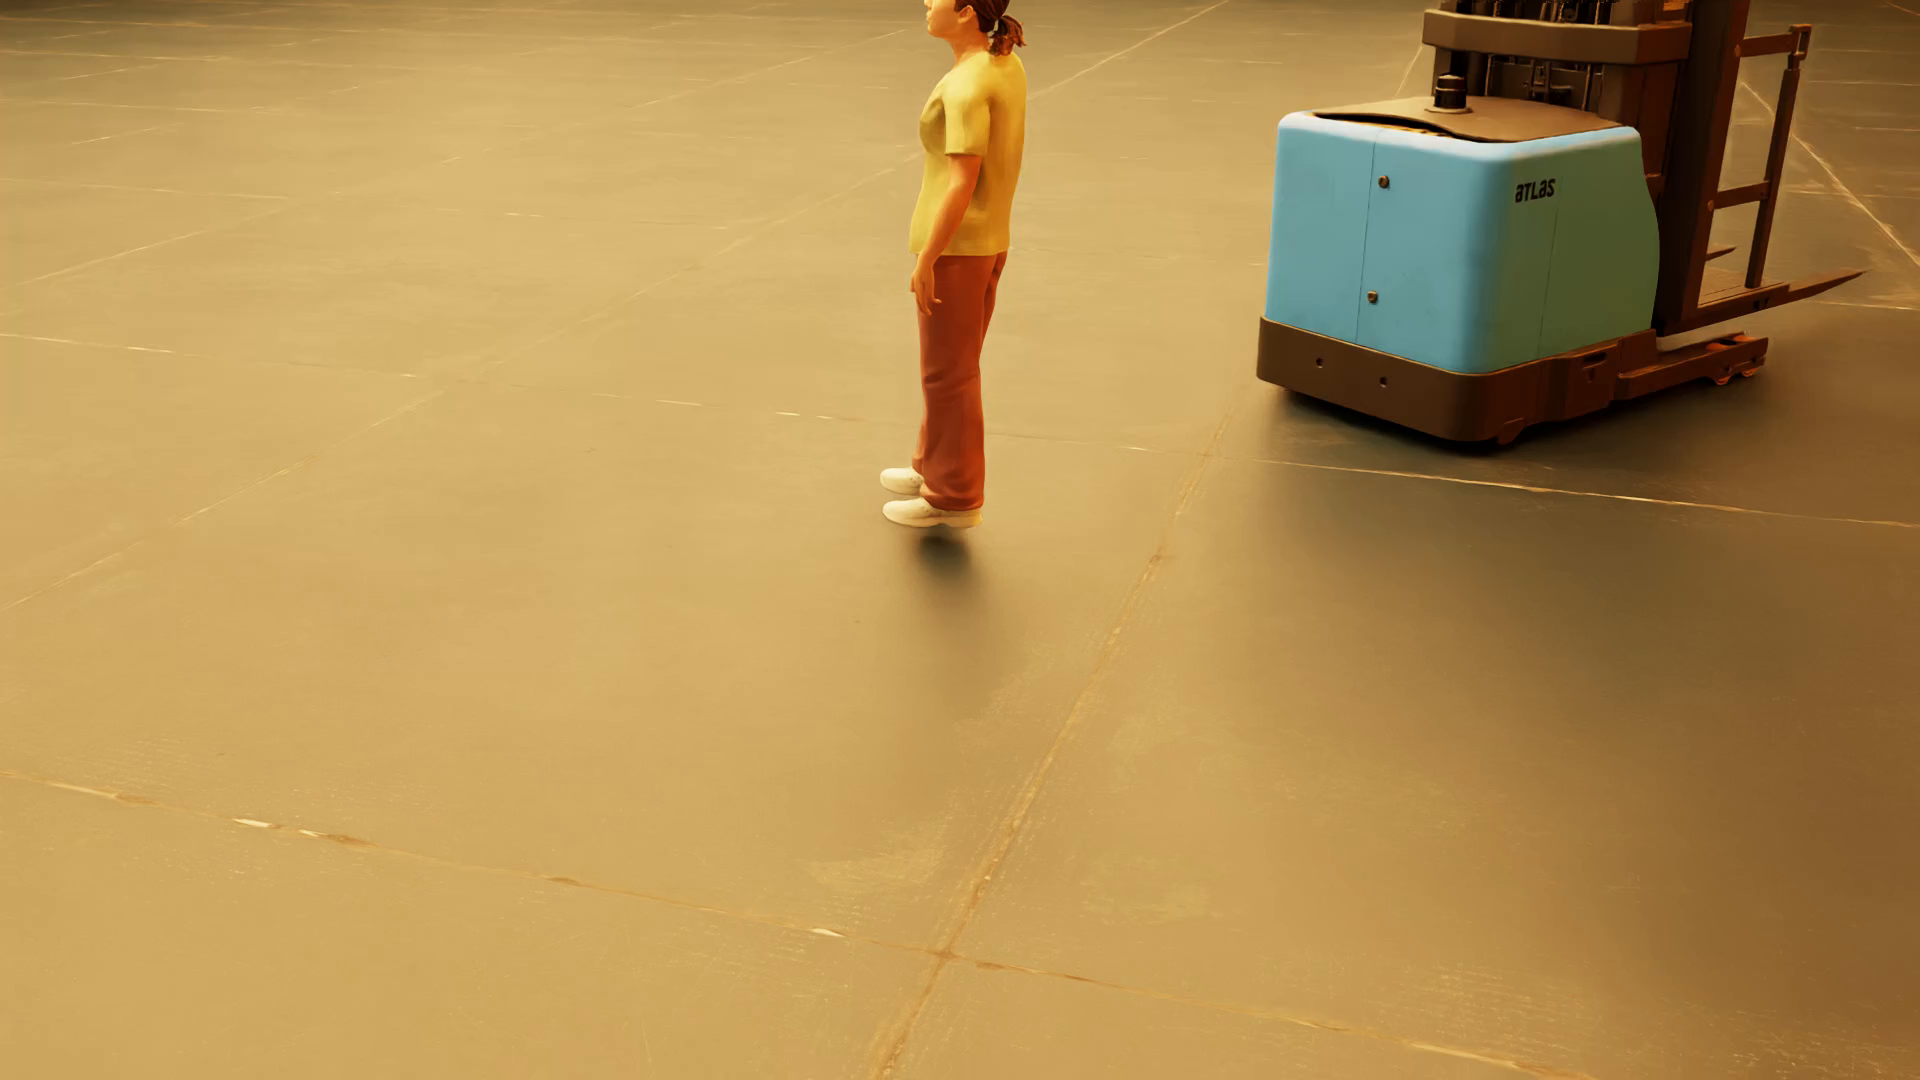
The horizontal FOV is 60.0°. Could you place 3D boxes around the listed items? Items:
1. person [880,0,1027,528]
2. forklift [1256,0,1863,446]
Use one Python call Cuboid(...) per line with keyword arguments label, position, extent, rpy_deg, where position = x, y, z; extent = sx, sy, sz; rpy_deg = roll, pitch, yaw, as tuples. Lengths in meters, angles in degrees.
Cuboid(label="person", position=(-0.067, -0.831, 4.813), extent=(0.547, 1.673, 0.553), rpy_deg=(7, 23, 16))
Cuboid(label="forklift", position=(2.641, -2.116, 6.404), extent=(3.031, 2.935, 1.130), rpy_deg=(-16, 27, -33))
